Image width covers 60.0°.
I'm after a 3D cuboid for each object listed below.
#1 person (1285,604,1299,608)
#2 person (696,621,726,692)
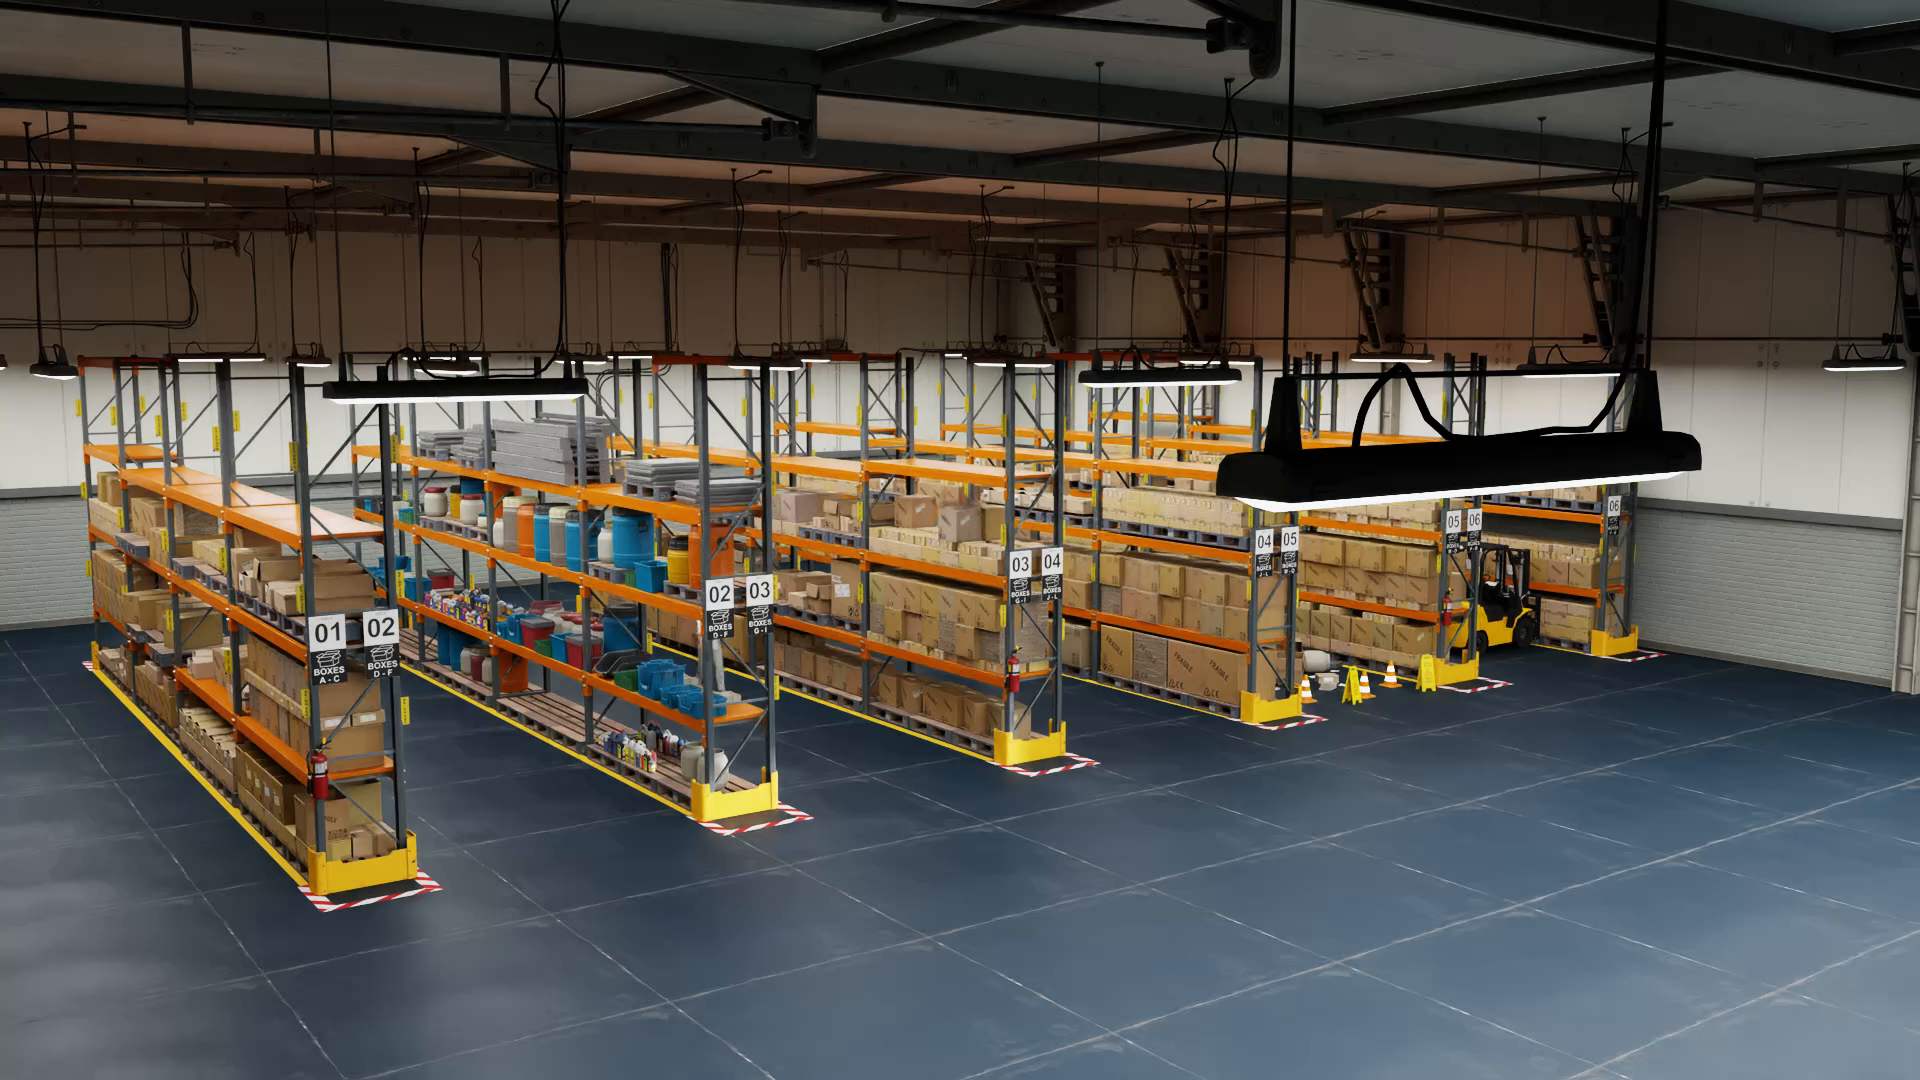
[{"bbox_3d":[7.424,0.968,37.126,0.403,1.787,0.609,4,8,27],"label":"person"},{"bbox_3d":[-4.455,1.930,29.629,0.491,1.599,1.061,-3,8,-26],"label":"person"}]
